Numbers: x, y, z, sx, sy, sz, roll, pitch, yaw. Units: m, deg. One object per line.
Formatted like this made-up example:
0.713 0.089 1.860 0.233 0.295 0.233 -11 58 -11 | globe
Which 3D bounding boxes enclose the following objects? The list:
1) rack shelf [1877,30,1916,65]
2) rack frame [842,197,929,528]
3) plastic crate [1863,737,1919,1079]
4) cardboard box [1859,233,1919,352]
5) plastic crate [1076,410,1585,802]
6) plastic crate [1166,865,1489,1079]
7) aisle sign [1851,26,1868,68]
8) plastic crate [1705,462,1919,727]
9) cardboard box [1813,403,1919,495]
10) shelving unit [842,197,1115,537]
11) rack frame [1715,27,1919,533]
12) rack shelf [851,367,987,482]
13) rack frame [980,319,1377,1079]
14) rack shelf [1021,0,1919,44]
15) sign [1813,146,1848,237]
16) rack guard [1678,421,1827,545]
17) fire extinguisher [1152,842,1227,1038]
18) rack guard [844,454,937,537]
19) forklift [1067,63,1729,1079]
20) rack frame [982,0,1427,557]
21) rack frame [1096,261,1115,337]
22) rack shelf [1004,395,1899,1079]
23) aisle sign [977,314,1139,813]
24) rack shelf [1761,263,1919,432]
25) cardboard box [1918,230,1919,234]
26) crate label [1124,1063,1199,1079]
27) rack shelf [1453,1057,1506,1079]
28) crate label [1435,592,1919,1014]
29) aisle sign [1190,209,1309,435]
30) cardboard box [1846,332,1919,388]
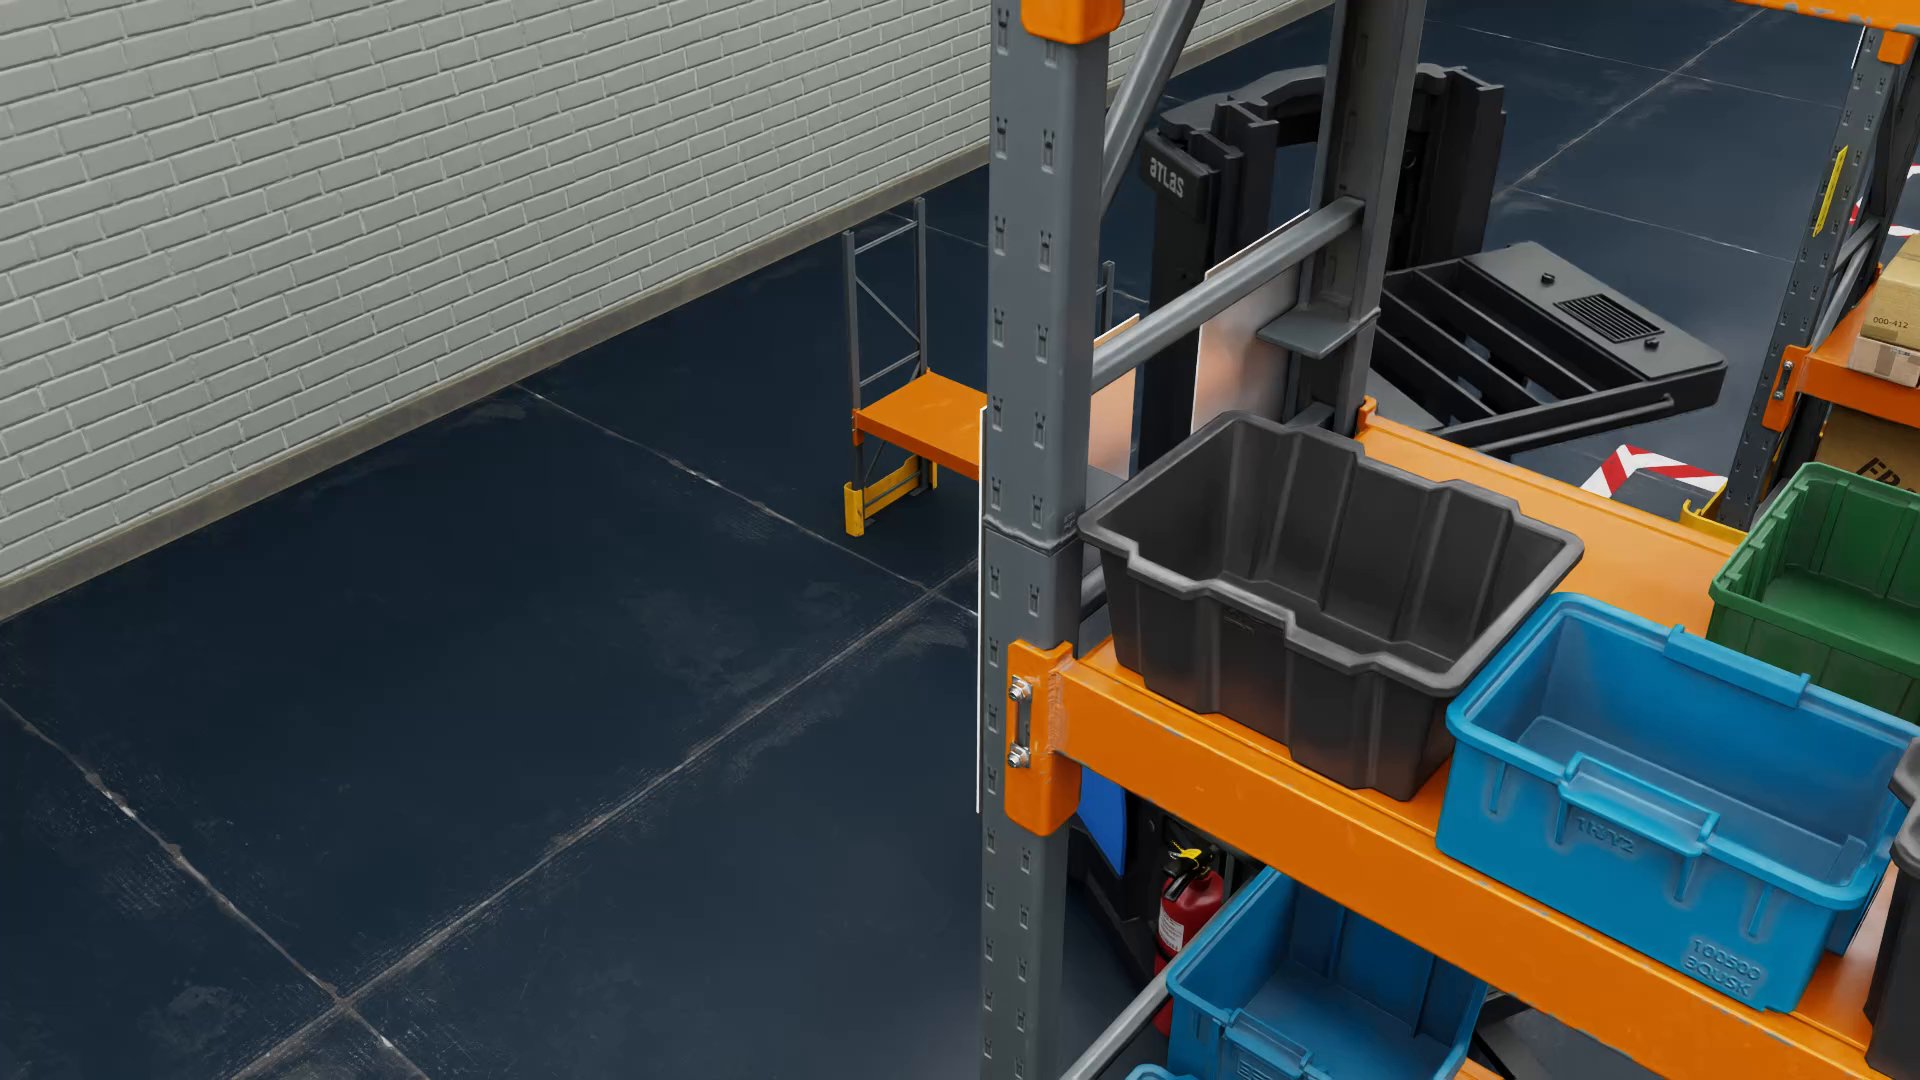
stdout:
5.107 -1.349 5.051 4.000 0.370 1.077 25 42 32 | rack shelf
-0.325 -0.771 7.549 0.032 1.500 0.500 25 42 32 | rack frame
1.400 0.483 1.802 0.767 0.338 0.504 25 42 32 | plastic crate
3.767 -0.903 6.285 0.500 0.250 0.500 24 41 31 | cardboard box
0.519 0.099 2.421 0.590 0.269 0.497 25 42 32 | plastic crate
0.778 1.022 3.528 0.499 0.435 0.616 25 42 32 | plastic crate
3.323 -2.101 5.863 0.004 0.787 0.394 25 42 32 | aisle sign
1.342 0.105 2.485 0.336 0.188 0.450 25 42 32 | plastic crate
4.113 -0.234 6.947 0.875 0.875 0.875 25 42 32 | cardboard box
0.059 -0.591 7.285 1.083 1.500 0.587 25 42 32 | shelving unit
3.570 -1.134 6.751 0.127 3.000 1.000 25 42 32 | rack frame
0.066 -0.439 7.382 1.000 0.185 0.538 25 42 32 | rack shelf
0.401 1.021 3.613 0.127 3.000 1.000 25 42 32 | rack frame
1.938 -0.266 1.177 4.000 0.370 1.077 25 42 32 | rack shelf
3.211 -1.284 6.135 0.005 0.325 0.100 25 42 32 | sign
3.552 -0.112 7.471 0.348 0.500 1.175 25 42 32 | rack guard
0.576 0.955 4.108 0.183 0.674 0.296 25 42 32 | fire extinguisher
-0.324 -0.256 7.902 0.087 0.250 0.587 25 42 32 | rack guard
1.179 0.300 4.724 1.130 2.935 3.031 -13 37 -18 | forklift
0.401 -1.452 1.915 0.127 3.000 1.000 25 42 32 | rack frame
0.456 -0.403 7.012 0.032 1.500 0.500 25 42 32 | rack frame
1.938 0.806 1.913 4.000 0.370 1.077 25 42 32 | rack shelf
0.156 0.053 2.727 0.004 0.787 0.394 25 42 32 | aisle sign
5.107 -0.113 5.900 4.000 0.370 1.077 25 42 32 | rack shelf
4.113 -1.134 6.622 0.500 0.250 0.500 25 41 31 | cardboard box
0.381 1.298 3.305 0.303 0.233 0.416 25 42 32 | crate label
1.938 2.042 2.762 4.000 0.370 1.077 25 42 32 | rack shelf
0.904 0.321 2.115 0.502 0.251 0.408 25 42 32 | crate label
0.534 -0.204 3.101 0.004 0.787 0.394 25 42 32 | aisle sign
3.632 -0.758 6.426 0.250 0.149 0.380 26 42 32 | cardboard box
